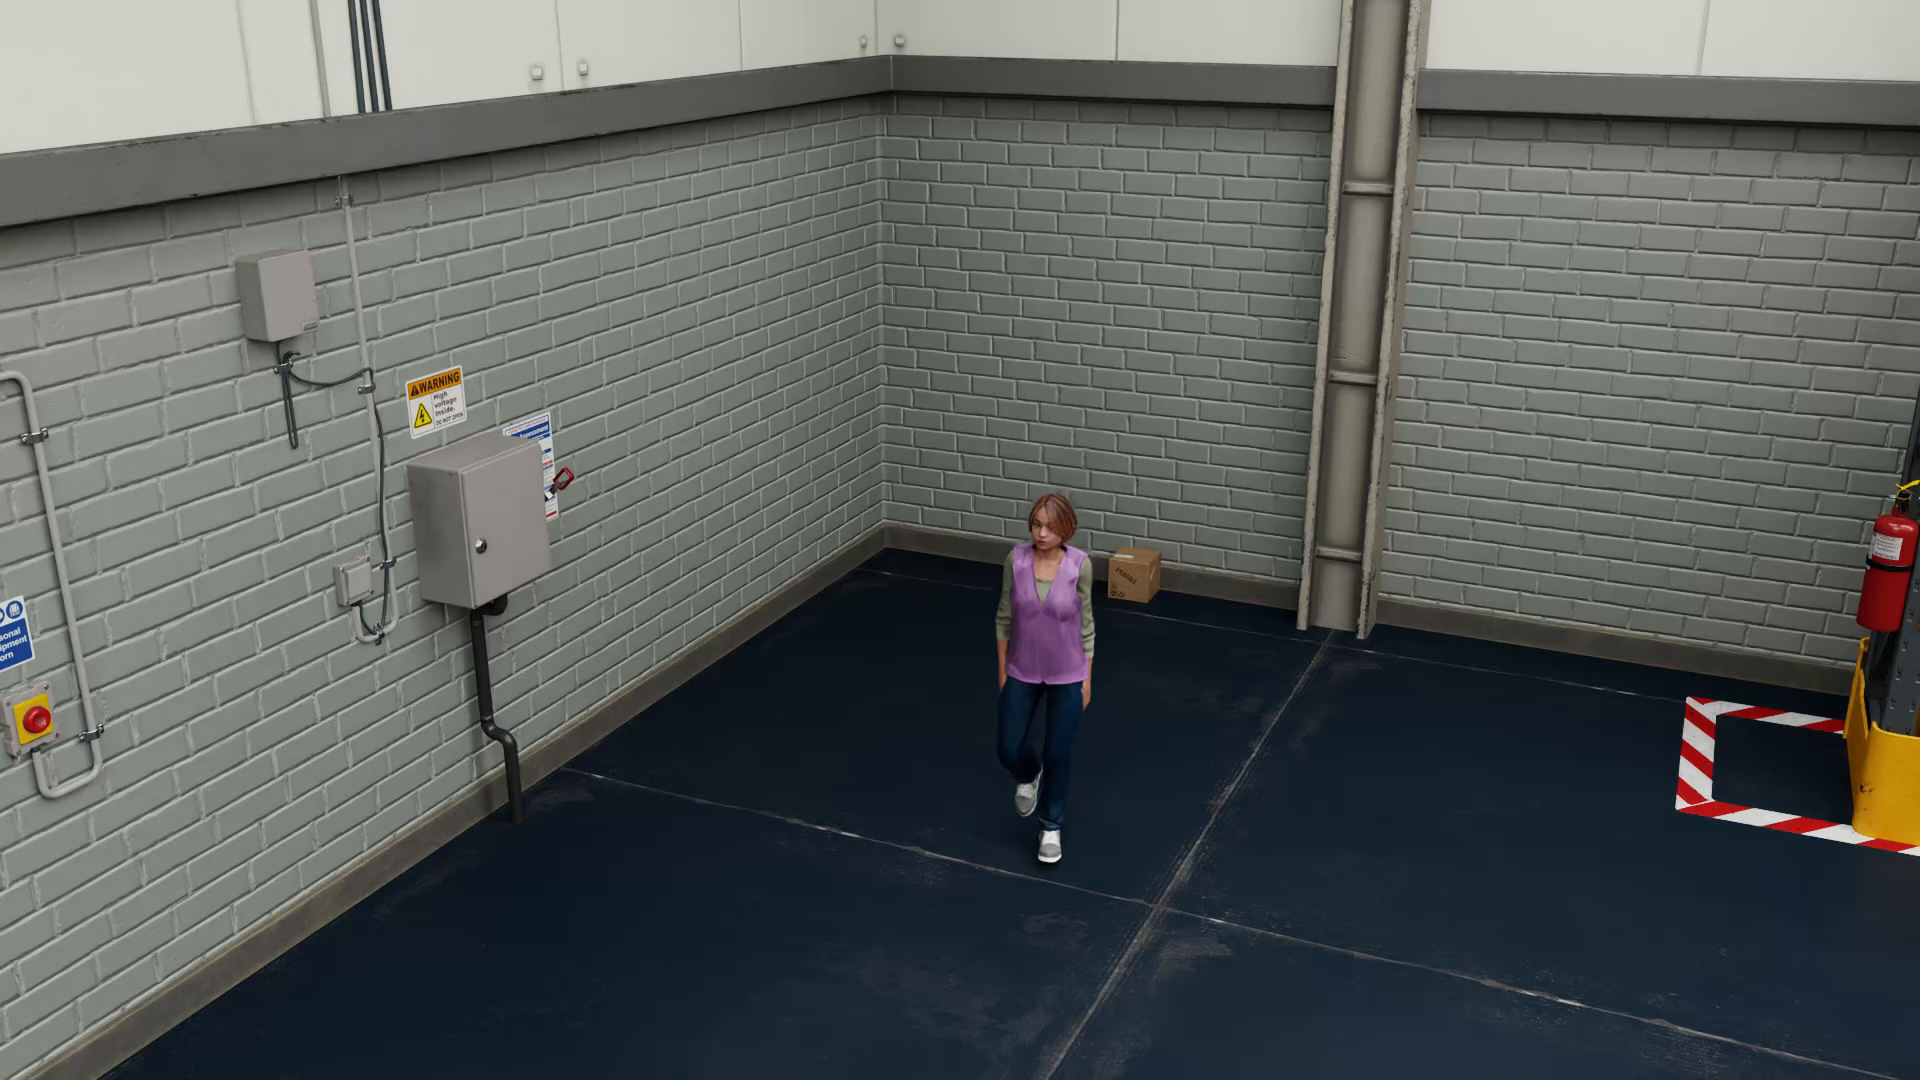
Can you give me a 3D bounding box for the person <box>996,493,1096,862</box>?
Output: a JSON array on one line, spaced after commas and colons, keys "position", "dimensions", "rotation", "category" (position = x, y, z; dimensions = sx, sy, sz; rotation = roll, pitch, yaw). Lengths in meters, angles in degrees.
[{"position": [0.358, 0.546, 6.956], "dimensions": [0.418, 1.588, 0.487], "rotation": [3, 20, 10], "category": "person"}]
